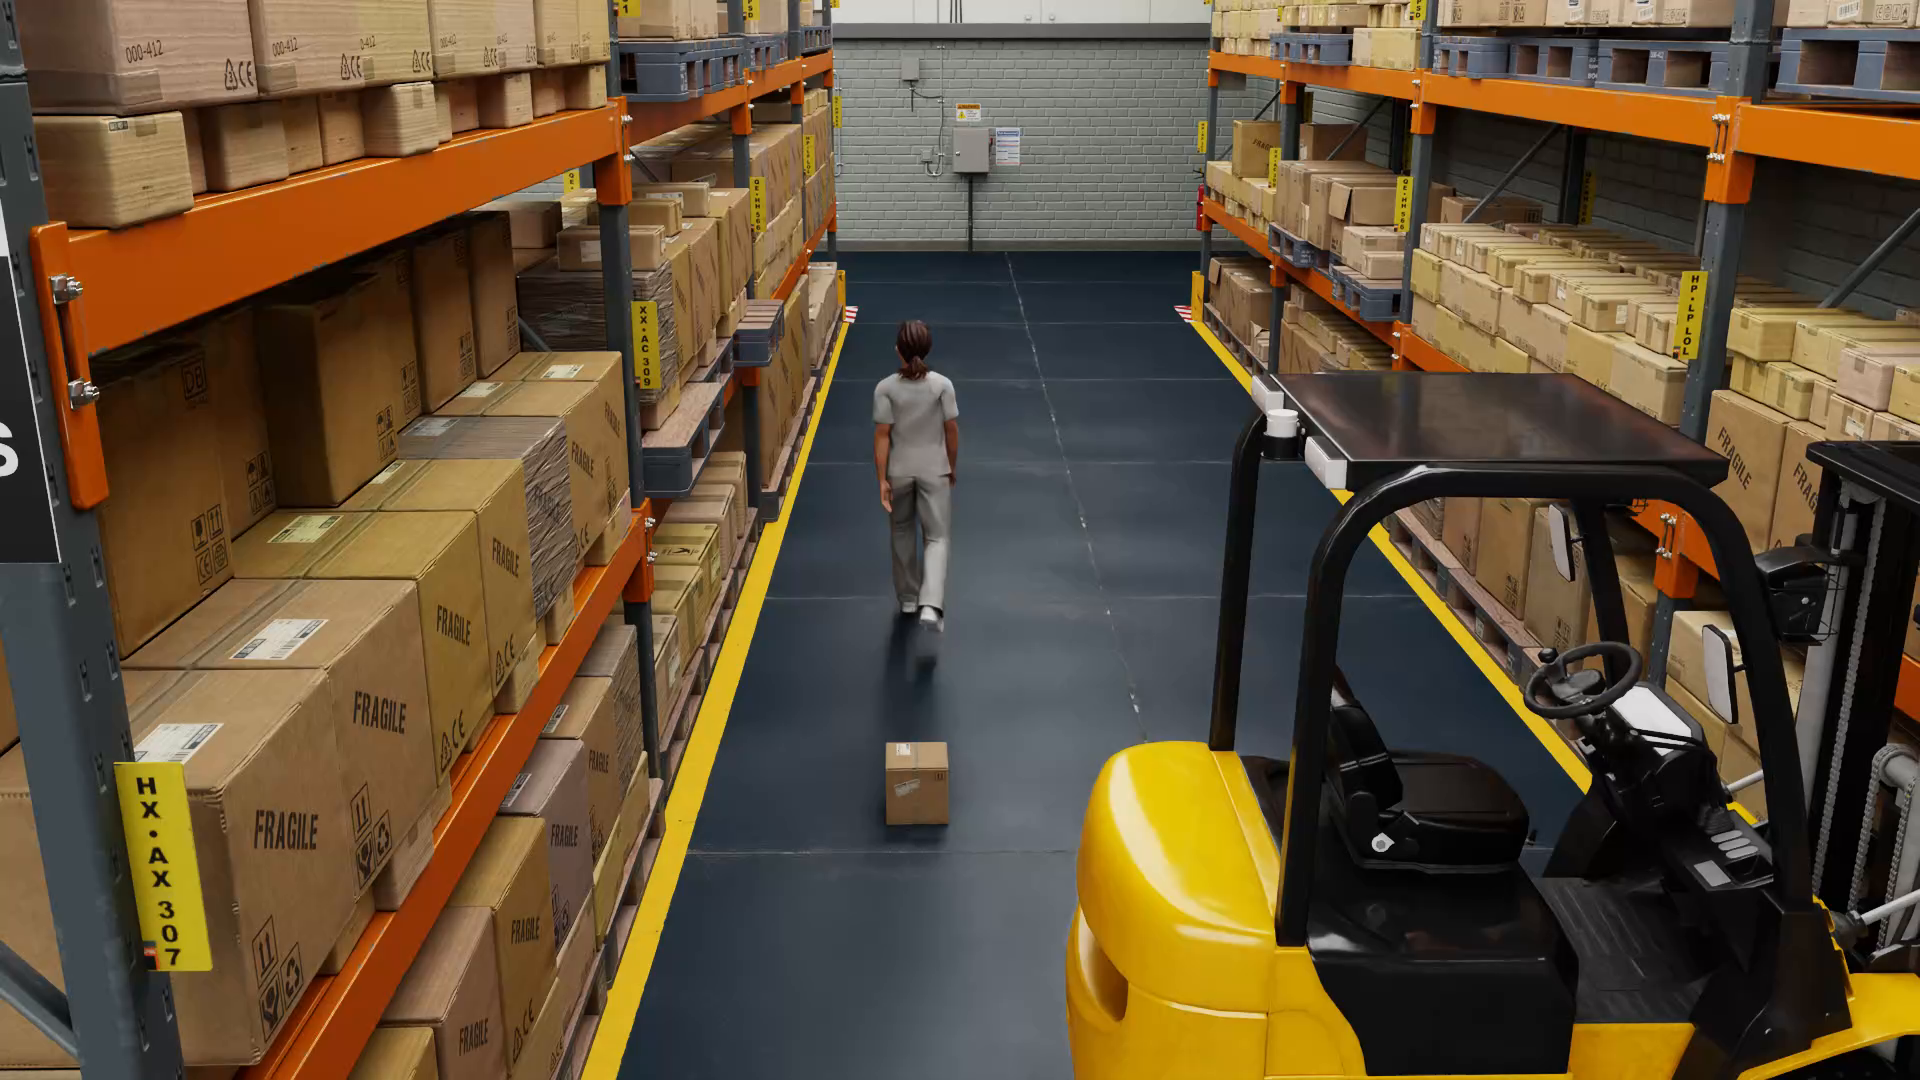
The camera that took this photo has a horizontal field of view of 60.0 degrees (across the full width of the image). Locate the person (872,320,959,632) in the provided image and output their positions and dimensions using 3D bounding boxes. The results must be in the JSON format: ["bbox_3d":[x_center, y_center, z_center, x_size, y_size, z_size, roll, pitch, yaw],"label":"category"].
[{"bbox_3d":[-0.226,-0.325,8.584,0.440,1.626,0.969,0,17,1],"label":"person"}]
